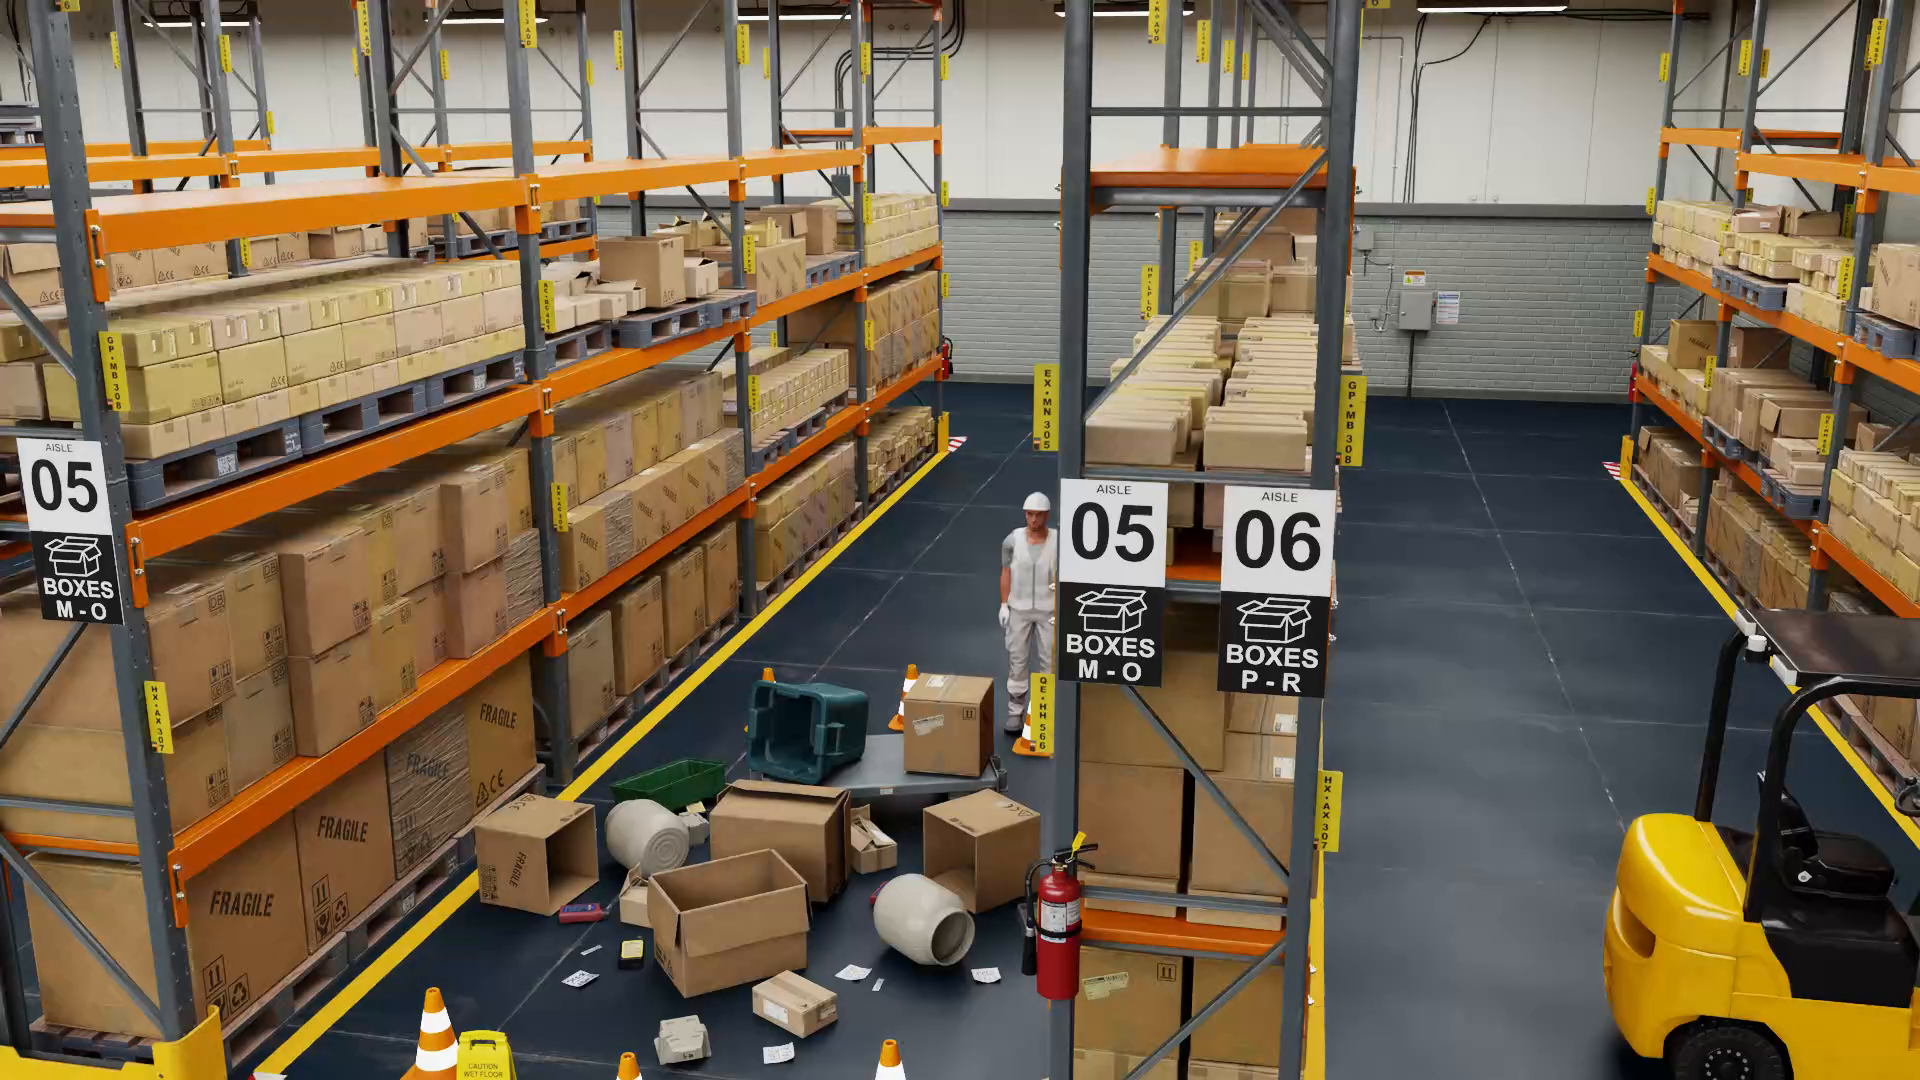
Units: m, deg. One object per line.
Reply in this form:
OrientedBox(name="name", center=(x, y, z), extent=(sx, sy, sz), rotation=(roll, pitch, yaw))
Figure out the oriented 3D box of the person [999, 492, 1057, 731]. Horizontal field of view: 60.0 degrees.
OrientedBox(name="person", center=(0.555, 0.534, 12.350), extent=(0.539, 1.794, 0.396), rotation=(1, 15, 5))
